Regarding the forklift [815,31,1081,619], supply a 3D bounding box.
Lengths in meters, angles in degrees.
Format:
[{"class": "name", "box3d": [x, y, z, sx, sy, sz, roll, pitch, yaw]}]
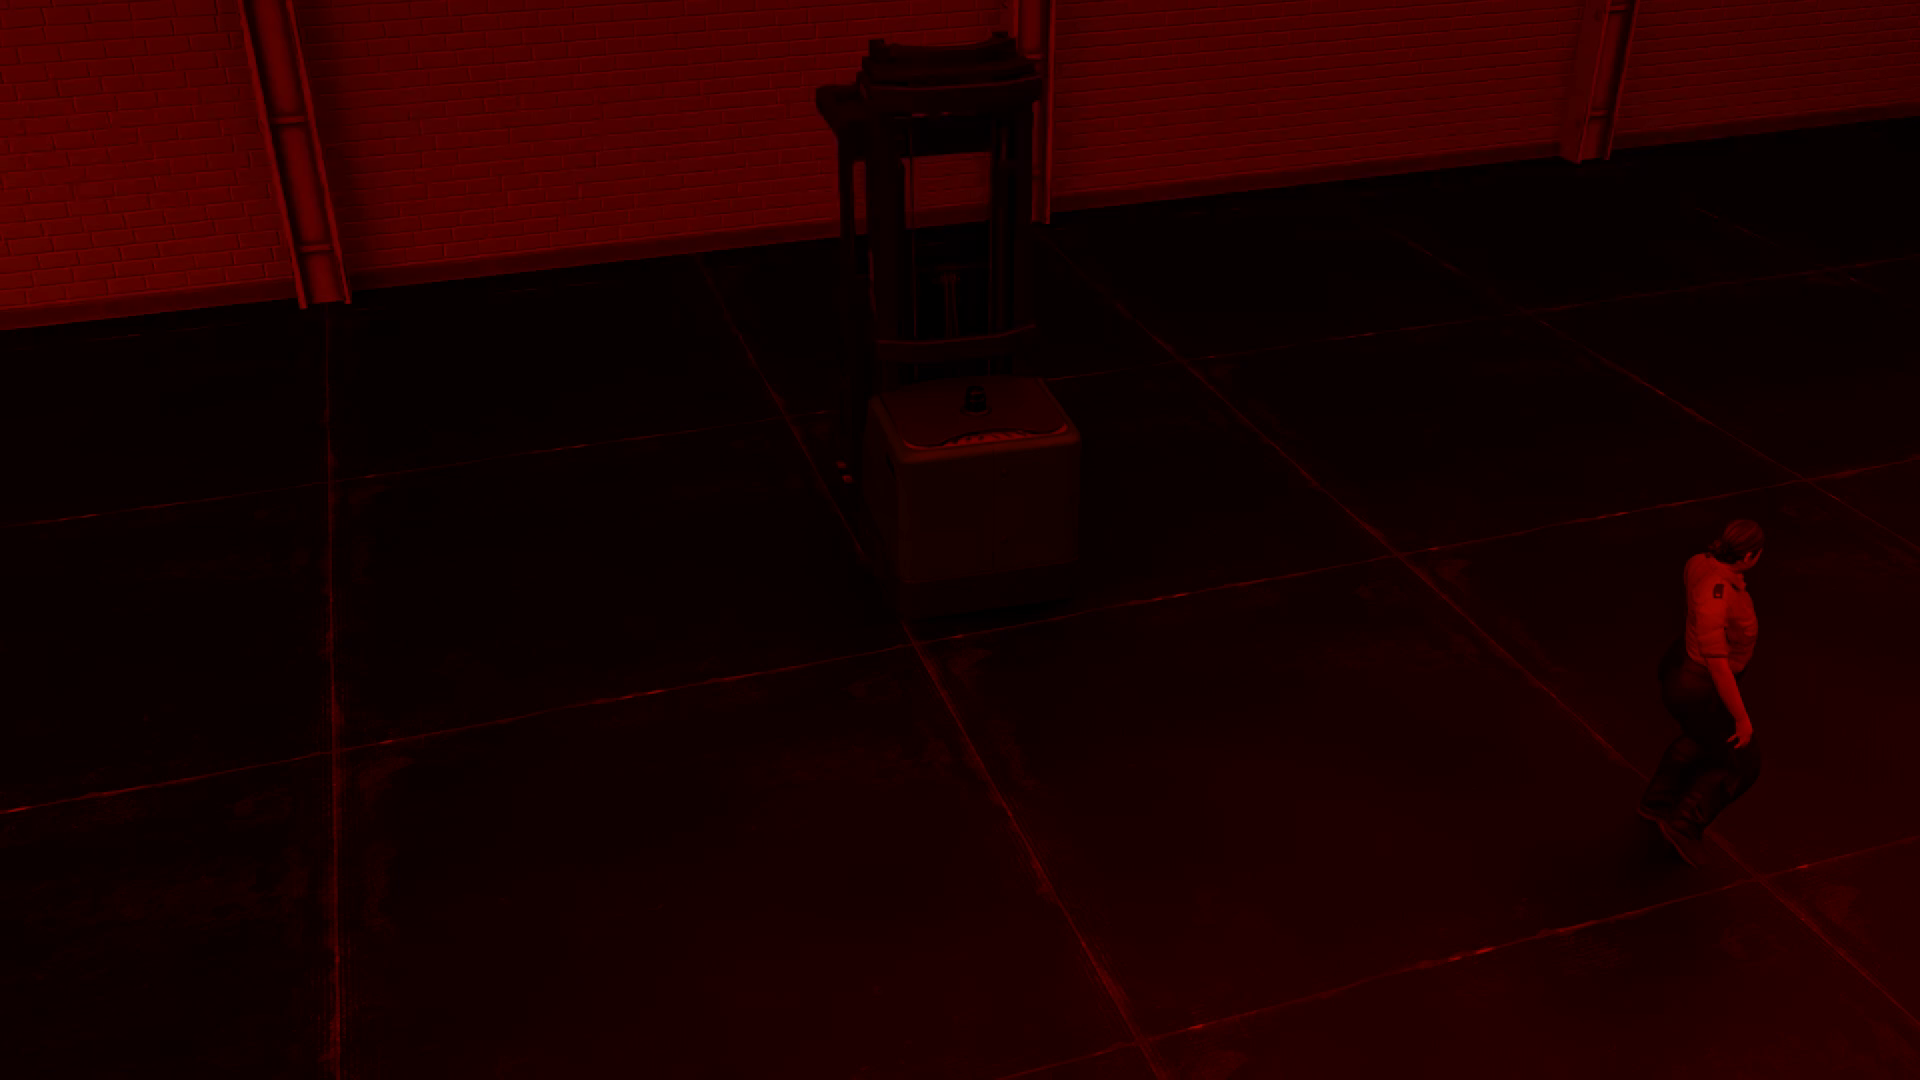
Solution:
[{"class": "forklift", "box3d": [-0.199, -1.557, 9.794, 1.130, 2.935, 3.031, -7, 31, -13]}]

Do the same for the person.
[{"class": "person", "box3d": [3.322, 0.640, 7.328, 0.463, 1.660, 0.785, 10, 31, 16]}]
